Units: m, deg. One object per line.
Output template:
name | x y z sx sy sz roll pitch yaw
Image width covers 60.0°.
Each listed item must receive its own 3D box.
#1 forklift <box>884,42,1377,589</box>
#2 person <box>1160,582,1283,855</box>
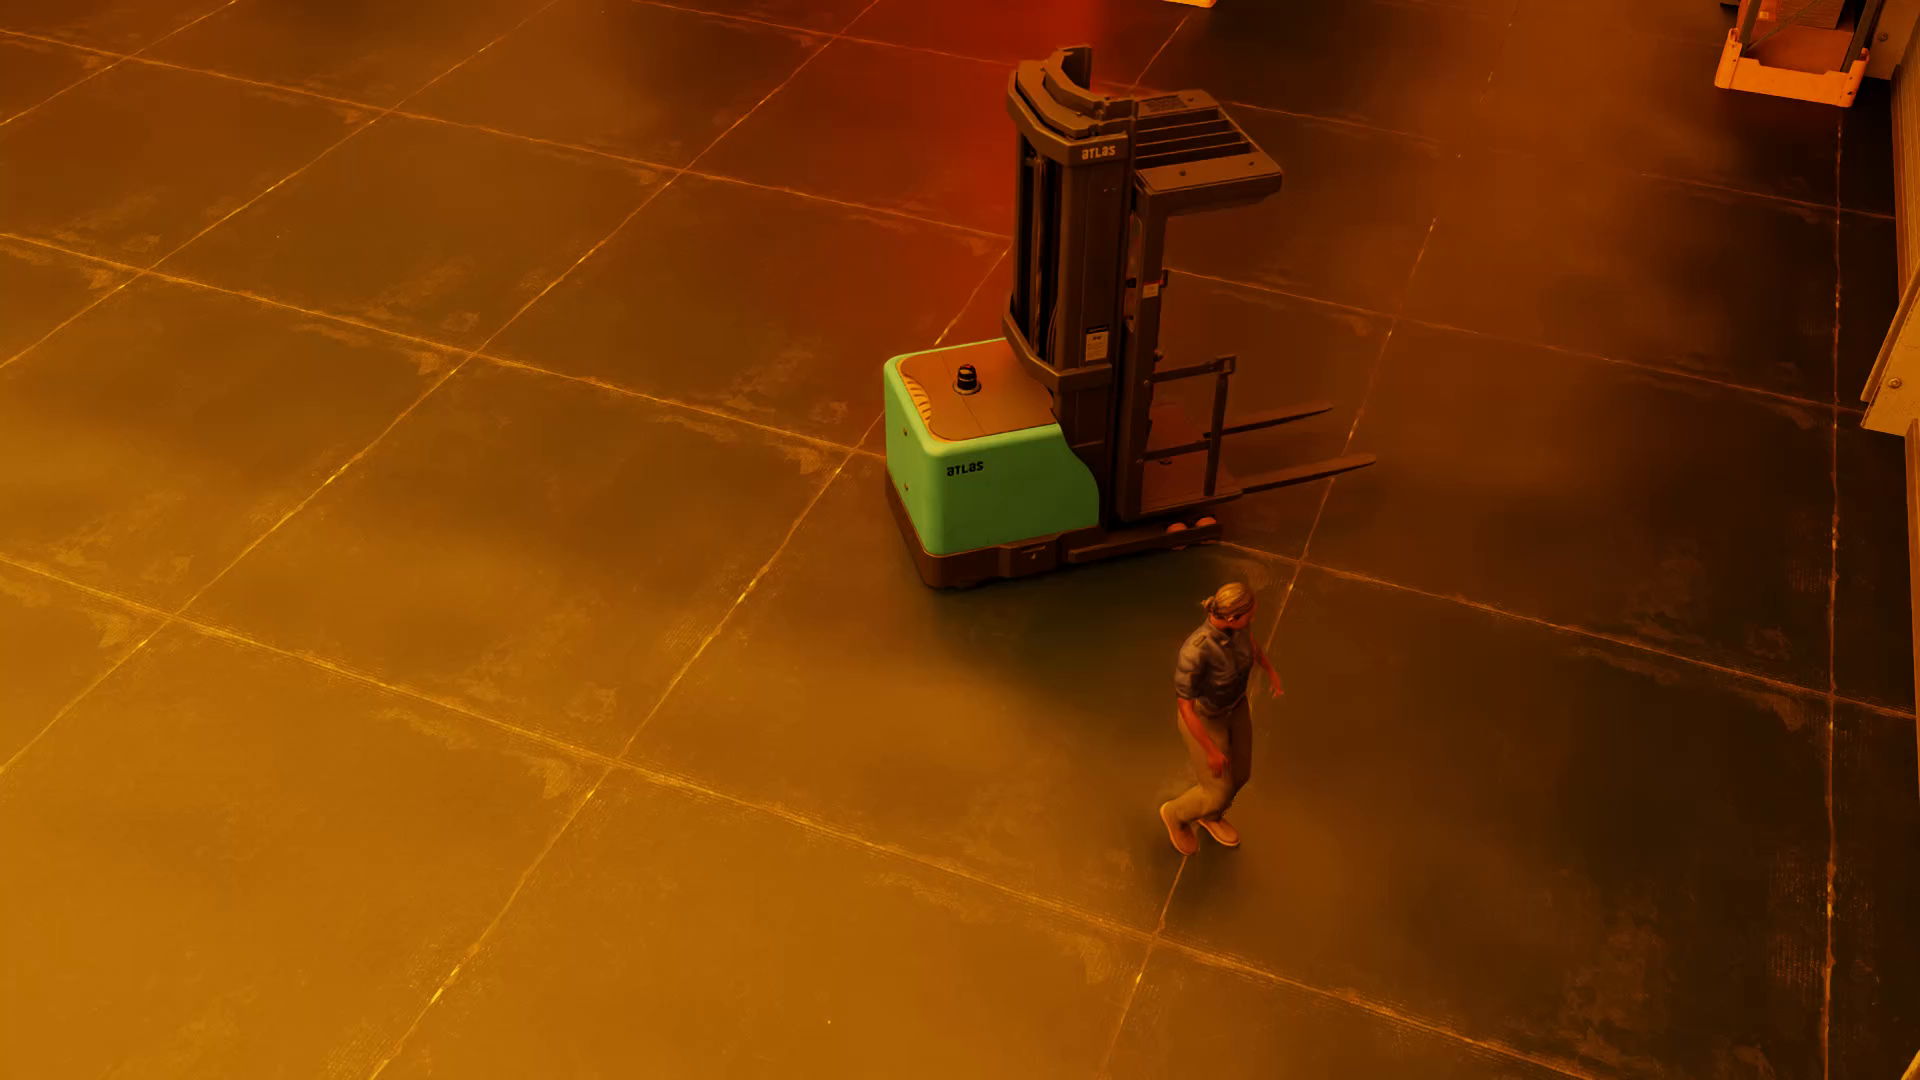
forklift | 1.106 -1.377 9.651 3.031 2.935 1.130 -11 41 -13
person | 1.305 0.856 8.014 0.709 1.640 0.434 -30 49 -31
